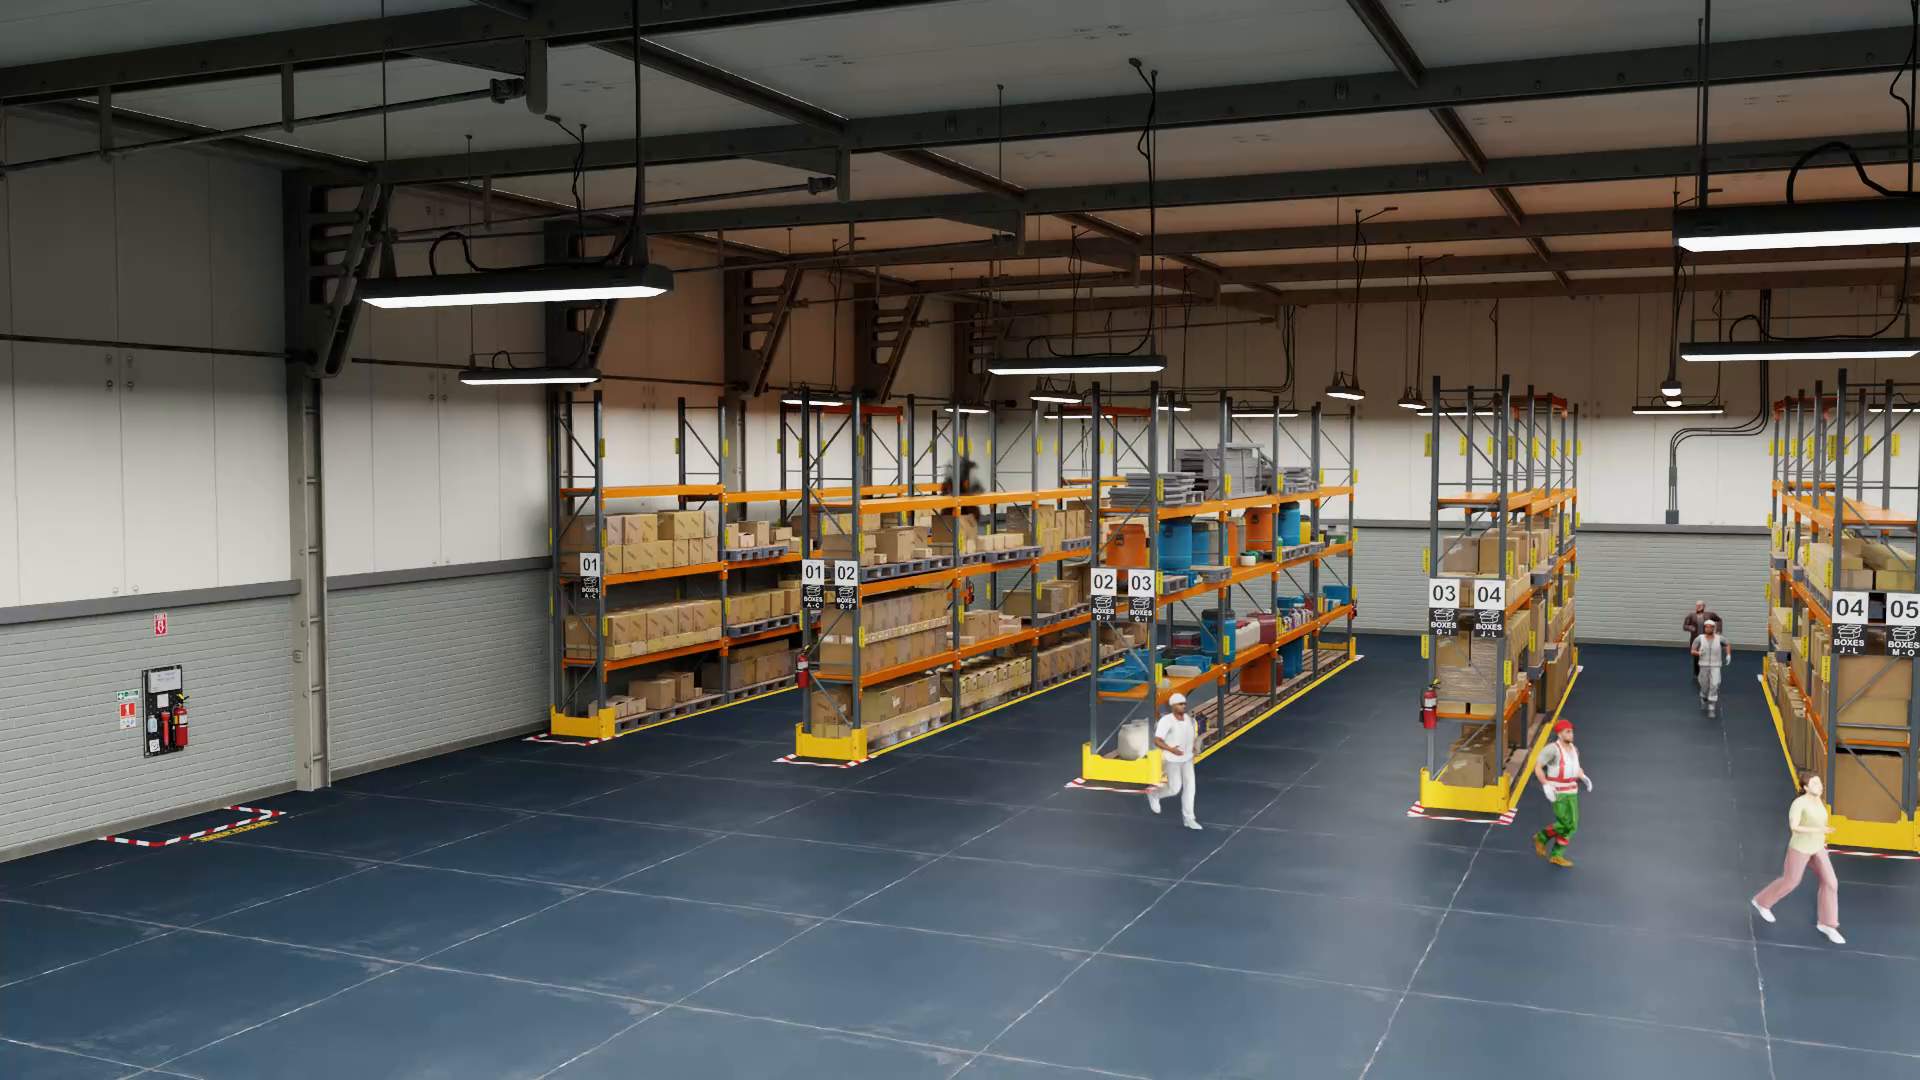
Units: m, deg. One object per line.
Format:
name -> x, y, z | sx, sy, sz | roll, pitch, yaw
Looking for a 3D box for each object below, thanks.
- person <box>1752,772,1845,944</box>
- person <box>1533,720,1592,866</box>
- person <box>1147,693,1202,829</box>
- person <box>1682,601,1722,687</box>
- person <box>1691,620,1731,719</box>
person -> 8.680, 3.218, 17.145 | 0.582, 1.700, 0.940 | -2, 4, -26
person -> 7.232, 3.026, 19.965 | 0.673, 1.752, 0.590 | -2, 4, -33
person -> 2.872, 2.906, 22.044 | 0.713, 1.759, 0.922 | -2, 4, -36
person -> 15.650, 2.185, 35.074 | 0.731, 1.830, 0.975 | 2, 4, 35
person -> 13.990, 2.380, 31.011 | 0.670, 1.775, 0.992 | 2, 4, 27
